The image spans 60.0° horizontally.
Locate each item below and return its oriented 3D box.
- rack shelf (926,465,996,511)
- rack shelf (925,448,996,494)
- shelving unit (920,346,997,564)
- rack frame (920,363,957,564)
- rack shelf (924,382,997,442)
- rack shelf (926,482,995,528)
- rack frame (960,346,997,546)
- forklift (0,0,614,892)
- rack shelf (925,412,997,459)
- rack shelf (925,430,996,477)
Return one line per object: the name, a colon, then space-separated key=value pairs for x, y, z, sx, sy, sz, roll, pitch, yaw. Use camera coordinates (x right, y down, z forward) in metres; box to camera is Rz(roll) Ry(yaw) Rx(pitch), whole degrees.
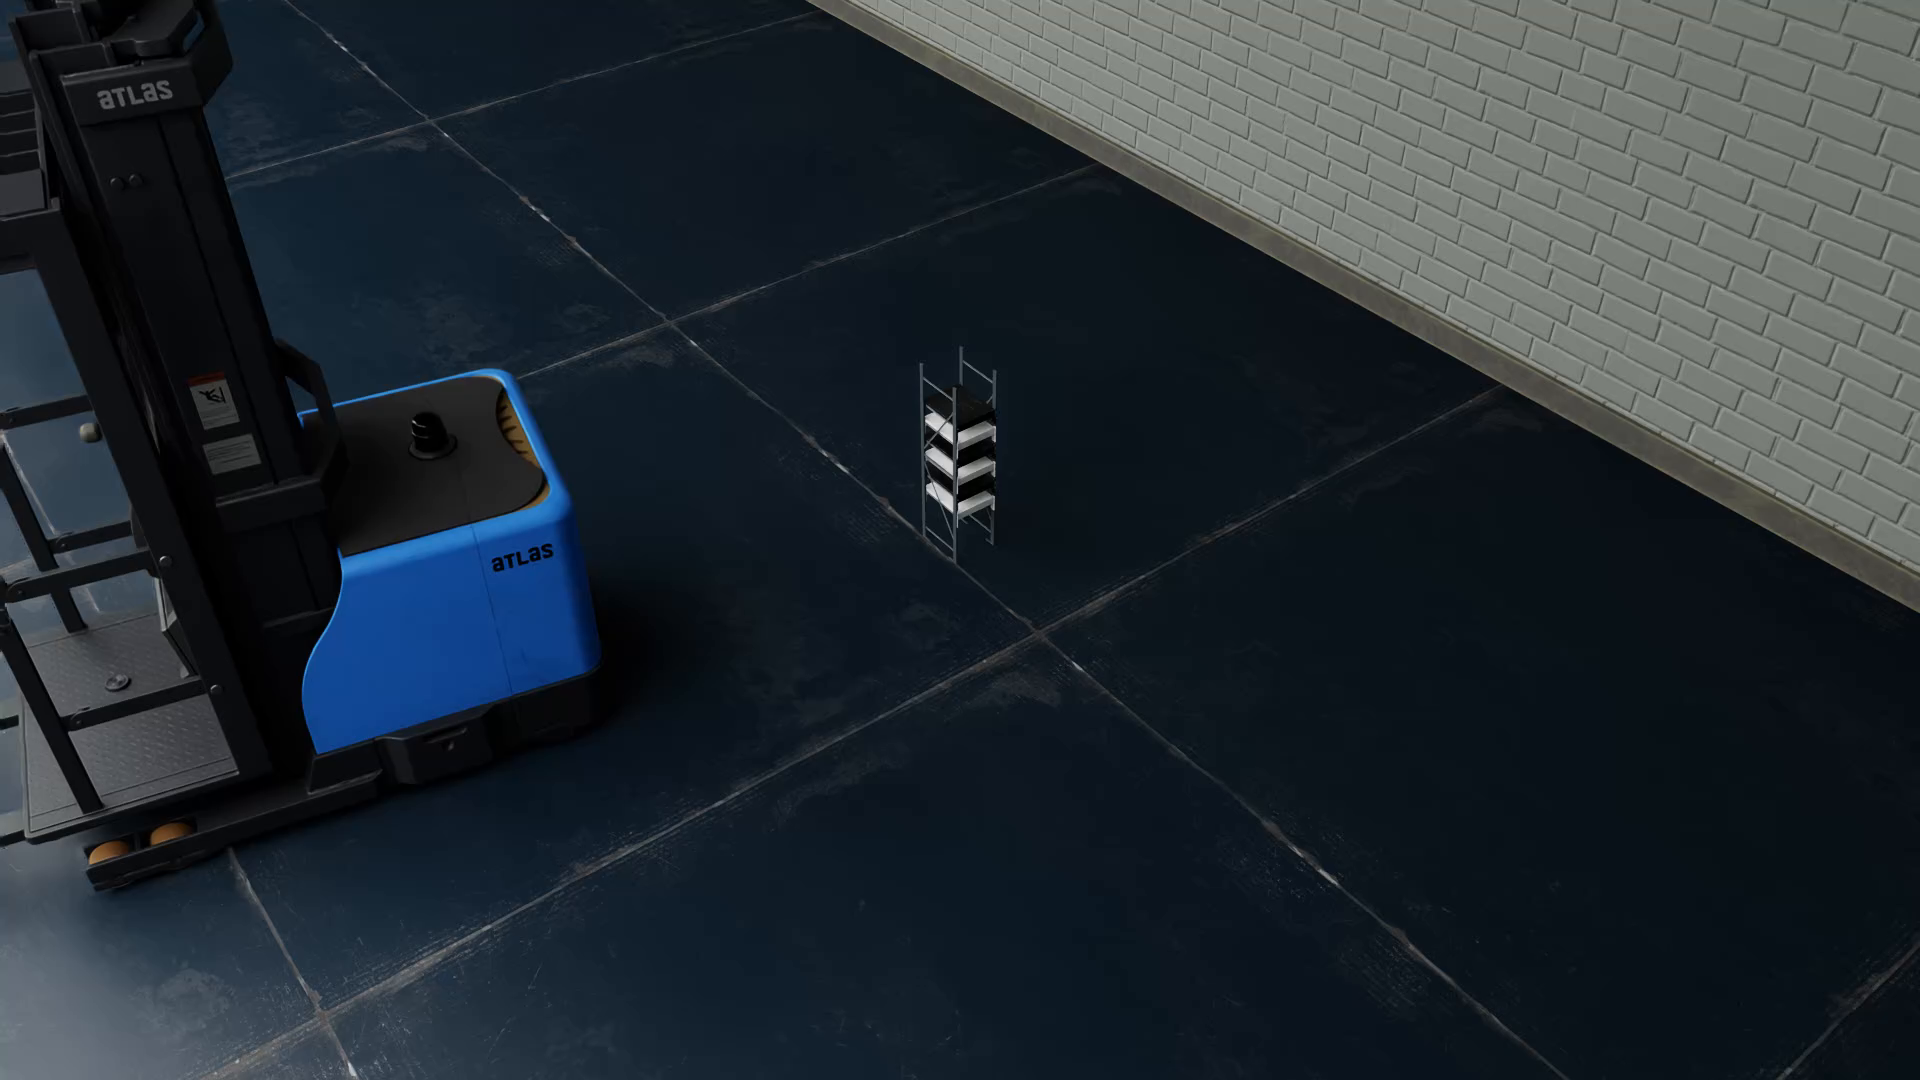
rack shelf: x=-0.006 y=-0.249 z=7.039 sx=0.200 sy=0.077 sz=0.258 roll=-26 pitch=46 yaw=-28
rack shelf: x=-0.006 y=-0.319 z=6.982 sx=0.200 sy=0.077 sz=0.258 roll=-26 pitch=46 yaw=-28
shelving unit: x=-0.006 y=-0.345 z=6.961 sx=0.210 sy=0.900 sz=0.258 roll=-26 pitch=46 yaw=-28
rack frame: x=-0.087 y=-0.305 z=6.913 sx=0.006 sy=0.900 sz=0.240 roll=-26 pitch=46 yaw=-28
rack shelf: x=-0.006 y=-0.528 z=6.811 sx=0.200 sy=0.077 sz=0.258 roll=-26 pitch=46 yaw=-28
rack shelf: x=-0.006 y=-0.180 z=7.096 sx=0.200 sy=0.077 sz=0.258 roll=-26 pitch=46 yaw=-28
rack frame: x=0.074 y=-0.384 z=7.009 sx=0.006 sy=0.900 sz=0.240 roll=-26 pitch=46 yaw=-28
forklift: x=-2.884 y=-0.309 z=5.315 sx=3.031 sy=2.935 sz=1.130 roll=-17 pitch=42 yaw=-19
rack shelf: x=-0.006 y=-0.458 z=6.868 sx=0.200 sy=0.077 sz=0.258 roll=-26 pitch=46 yaw=-28
rack shelf: x=-0.006 y=-0.389 z=6.925 sx=0.200 sy=0.077 sz=0.258 roll=-26 pitch=46 yaw=-28
